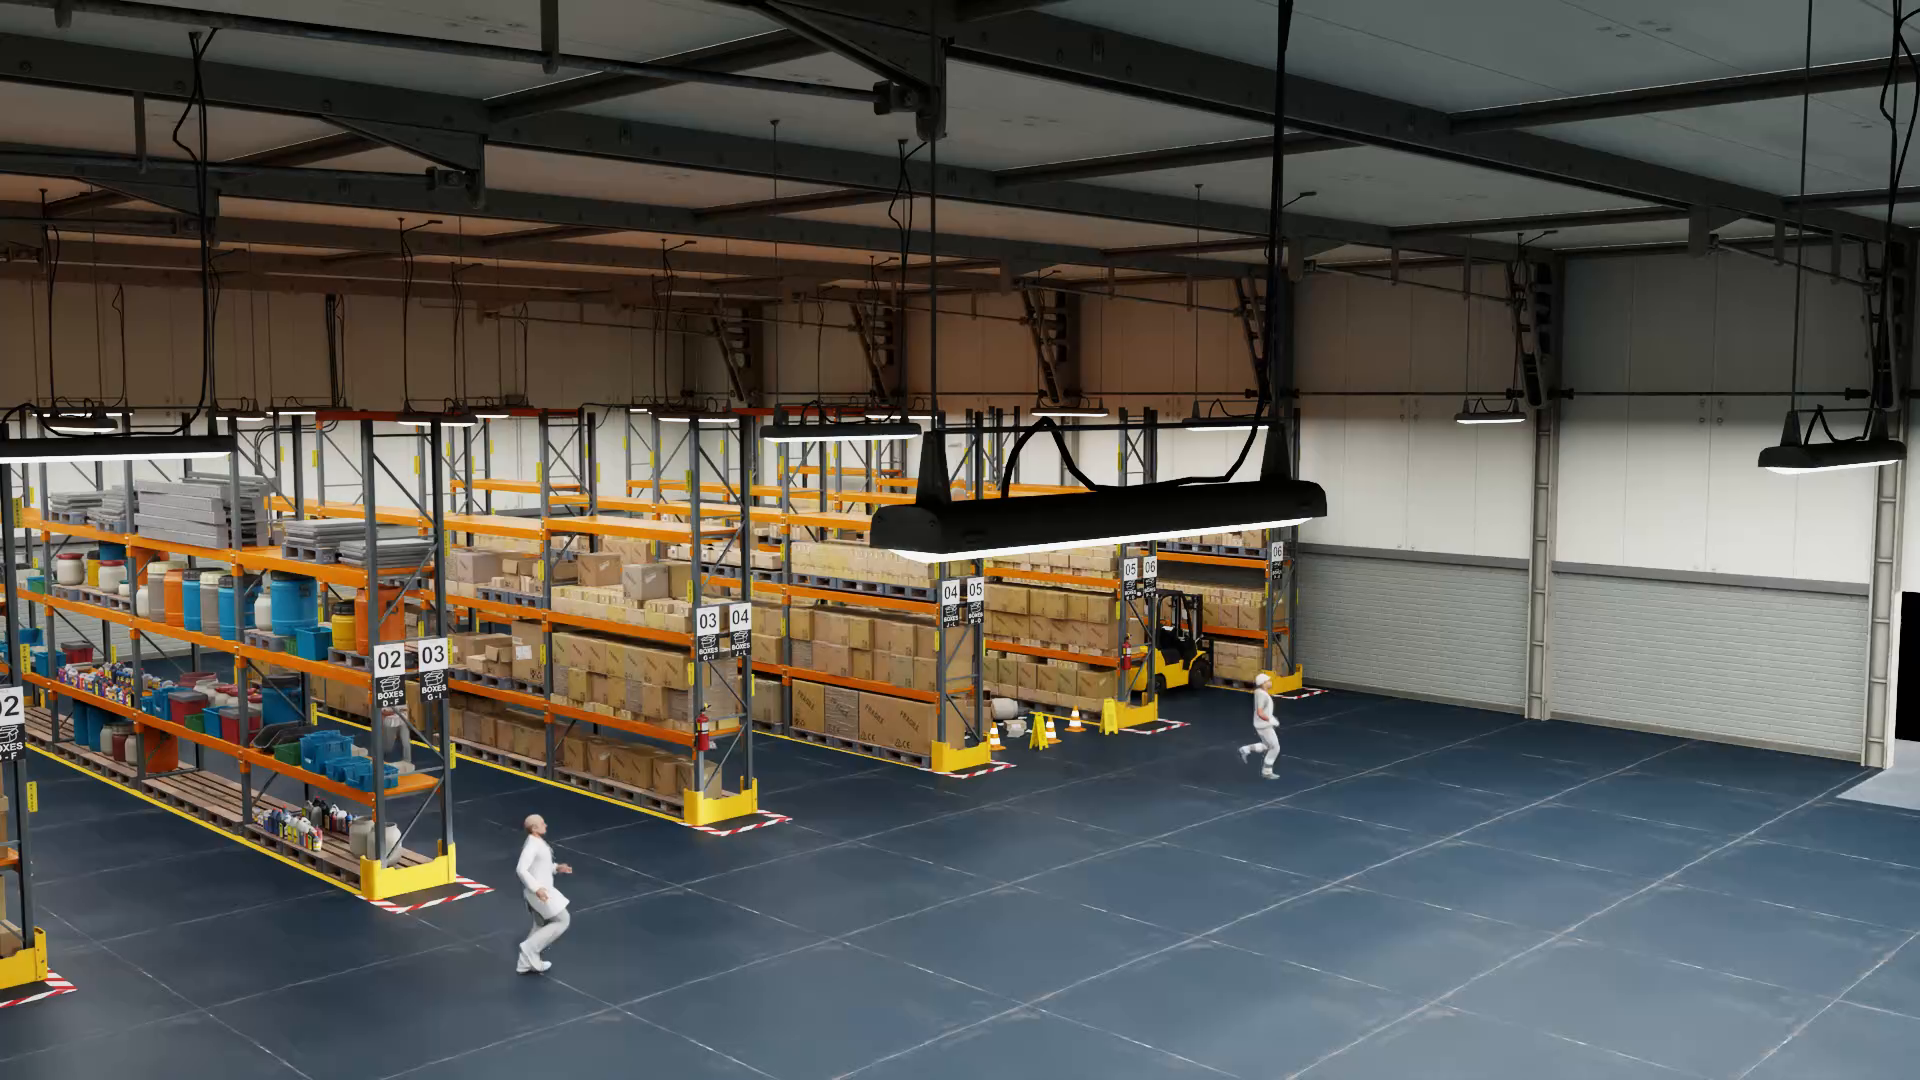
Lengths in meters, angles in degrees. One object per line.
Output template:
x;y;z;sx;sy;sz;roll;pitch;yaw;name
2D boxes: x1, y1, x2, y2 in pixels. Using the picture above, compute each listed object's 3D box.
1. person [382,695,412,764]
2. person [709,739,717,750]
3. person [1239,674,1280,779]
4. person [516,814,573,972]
-9.264;3.047;27.311;0.938;1.685;0.575;4;6;38;person
-4.562;2.882;29.533;0.708;1.700;0.542;3;6;33;person
4.928;3.056;27.318;0.666;1.738;0.687;0;5;3;person
-4.537;3.849;18.167;0.638;1.737;0.704;-2;5;-21;person
